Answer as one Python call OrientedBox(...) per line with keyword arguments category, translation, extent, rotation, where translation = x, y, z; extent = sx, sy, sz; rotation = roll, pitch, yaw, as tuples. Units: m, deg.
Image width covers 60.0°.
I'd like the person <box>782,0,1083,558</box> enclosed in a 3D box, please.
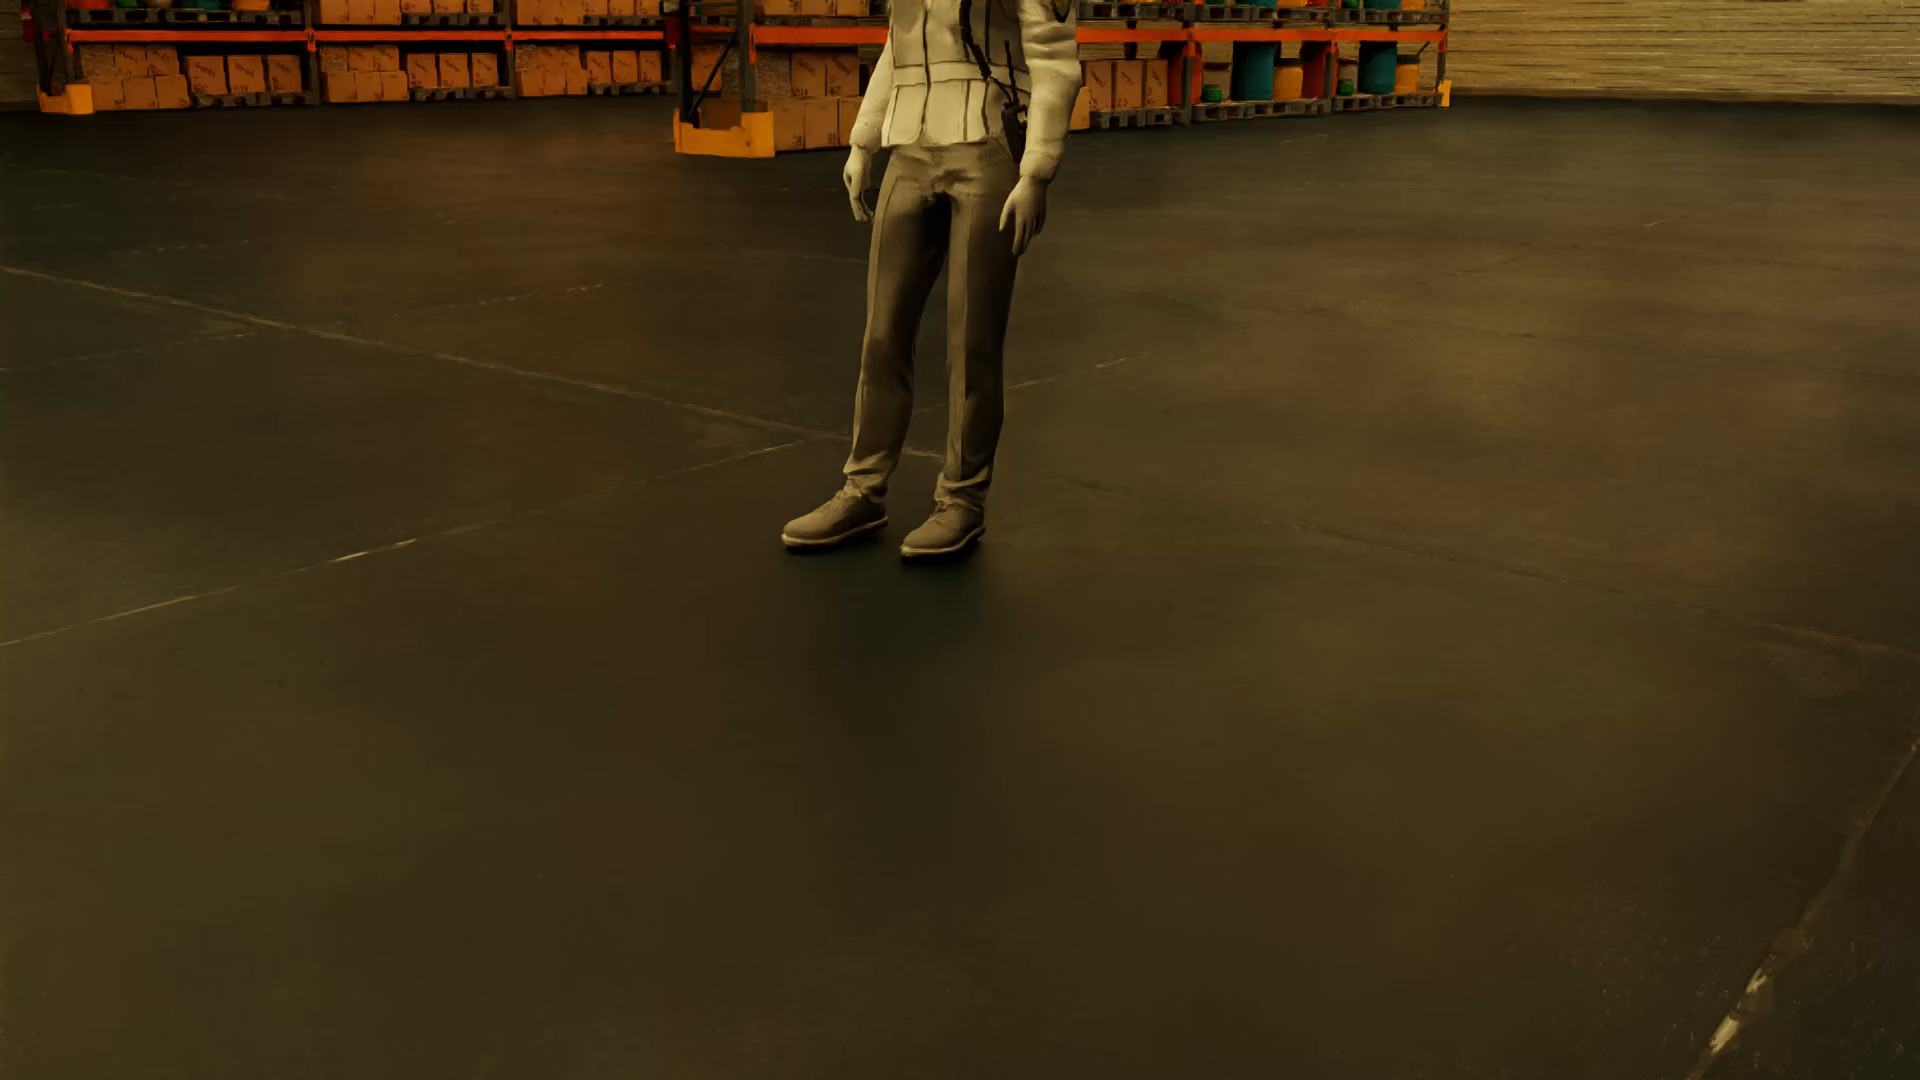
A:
OrientedBox(category="person", translation=(-0.049, -0.804, 3.648), extent=(0.586, 1.695, 0.532), rotation=(13, 21, 37))
